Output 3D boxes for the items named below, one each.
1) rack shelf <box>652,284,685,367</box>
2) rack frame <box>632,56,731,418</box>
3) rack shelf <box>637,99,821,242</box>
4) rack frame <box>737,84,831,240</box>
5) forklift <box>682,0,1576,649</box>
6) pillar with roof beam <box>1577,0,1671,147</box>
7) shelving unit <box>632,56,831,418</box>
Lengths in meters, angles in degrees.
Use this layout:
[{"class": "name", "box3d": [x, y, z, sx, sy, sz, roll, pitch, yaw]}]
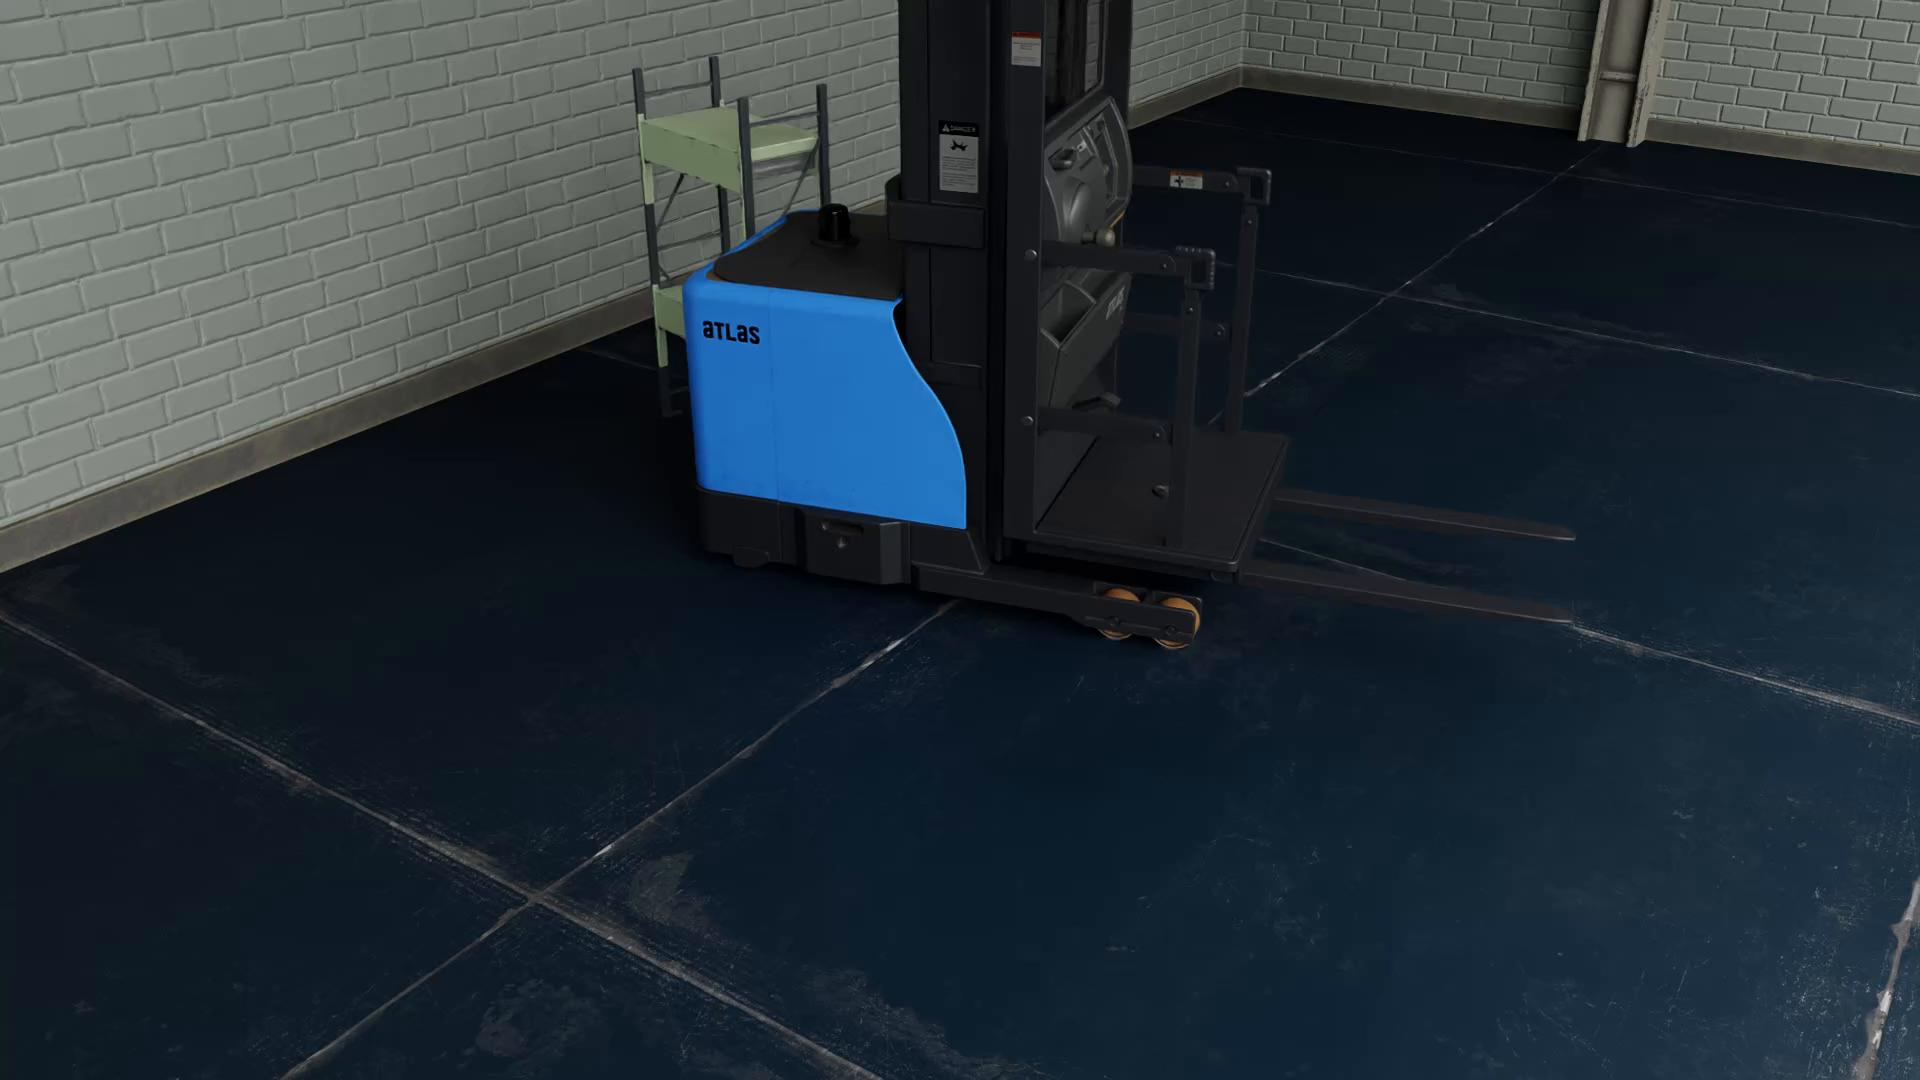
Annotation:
[{"class": "rack shelf", "box3d": [-0.911, -0.855, 6.995, 0.431, 0.370, 0.720, -22, 34, -36]}, {"class": "rack frame", "box3d": [-1.153, -1.270, 7.092, 0.400, 1.500, 0.023, -22, 34, -36]}, {"class": "rack shelf", "box3d": [-0.911, -1.493, 6.670, 0.431, 0.370, 0.720, -22, 34, -36]}, {"class": "rack frame", "box3d": [-0.668, -1.021, 6.603, 0.400, 1.500, 0.023, -22, 34, -36]}, {"class": "forklift", "box3d": [0.611, -1.215, 5.406, 3.031, 2.935, 1.130, 9, 28, 17]}, {"class": "pillar with roof beam", "box3d": [2.209, -5.261, 6.666, 0.400, 9.000, 9.100, 17, 32, 30]}, {"class": "shelving unit", "box3d": [-0.911, -1.146, 6.847, 0.431, 1.500, 0.755, -22, 34, -36]}]
